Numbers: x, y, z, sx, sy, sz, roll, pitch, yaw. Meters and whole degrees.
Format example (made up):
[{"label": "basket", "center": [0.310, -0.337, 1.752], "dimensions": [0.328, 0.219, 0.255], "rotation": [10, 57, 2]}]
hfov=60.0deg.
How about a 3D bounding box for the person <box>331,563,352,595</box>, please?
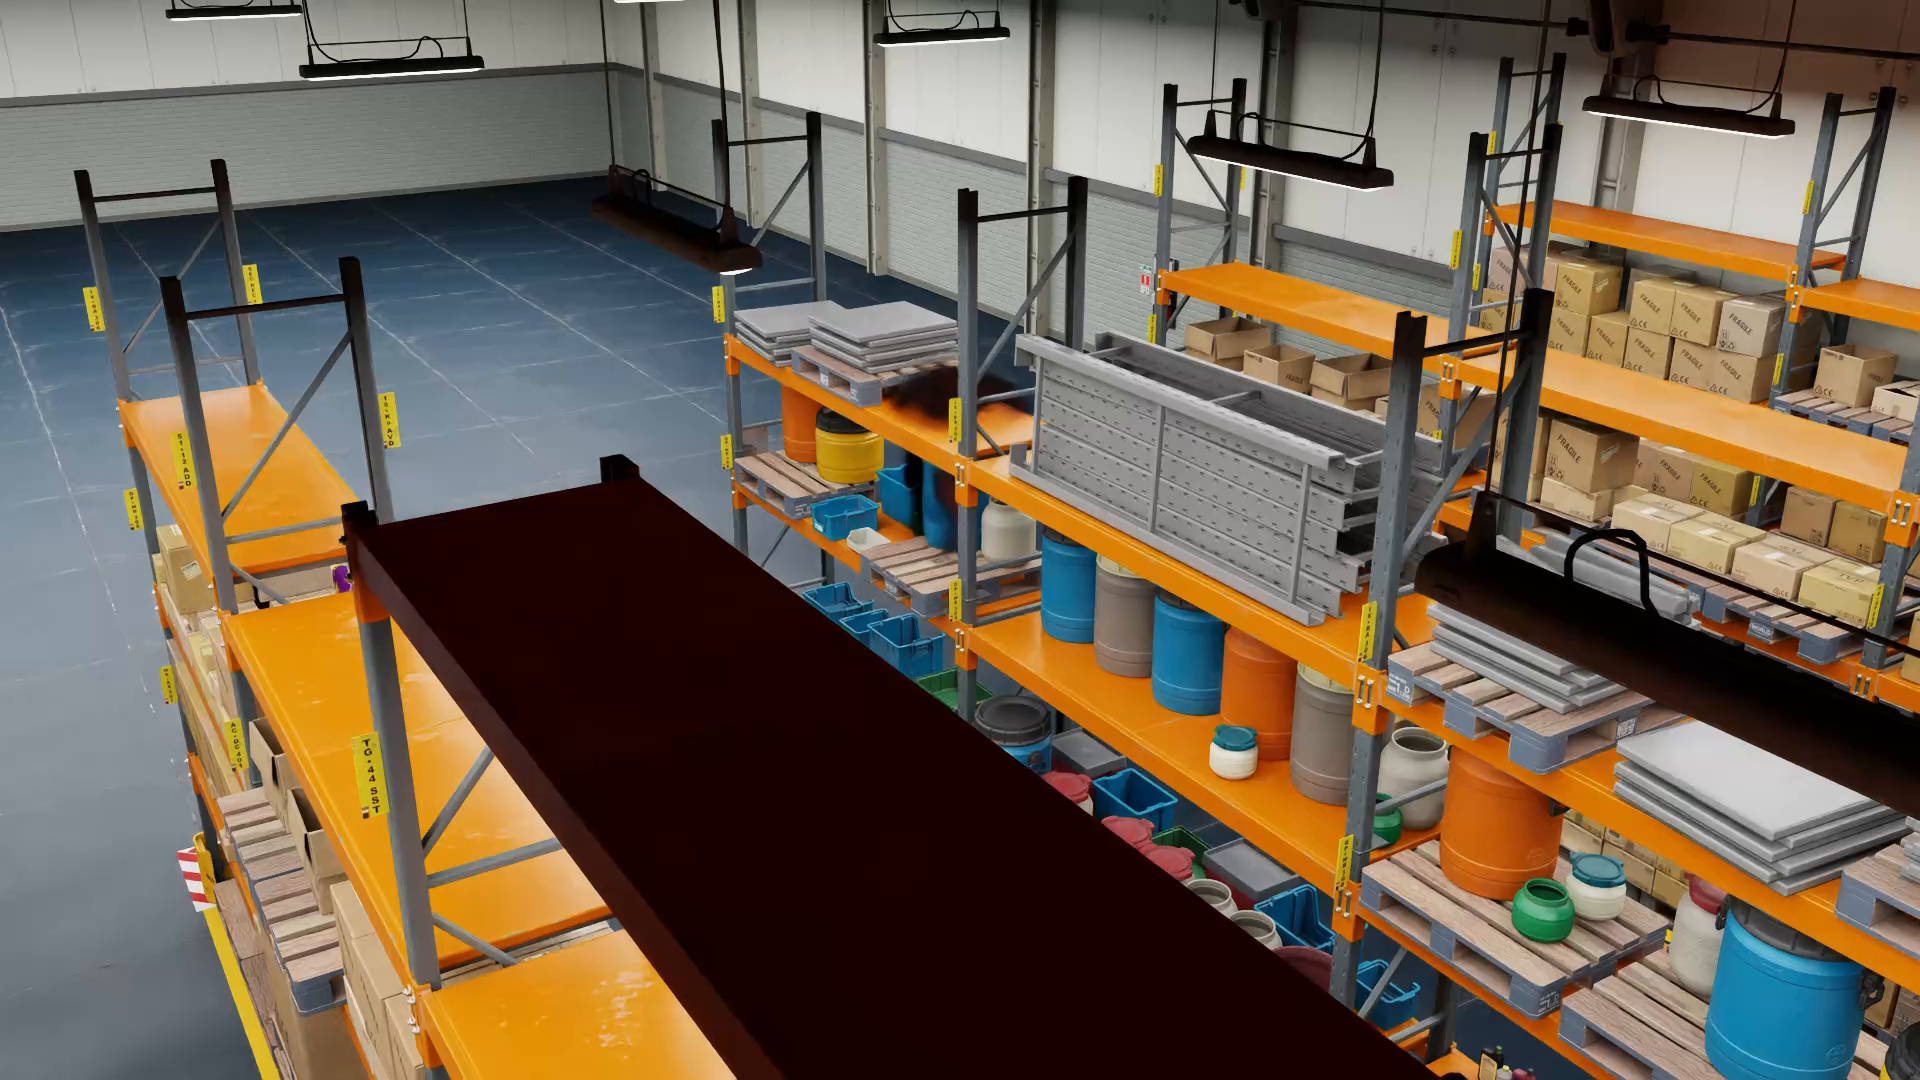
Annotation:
[{"label": "person", "center": [-6.423, 0.720, 17.215], "dimensions": [0.646, 1.763, 0.435], "rotation": [9, 24, 21]}]
